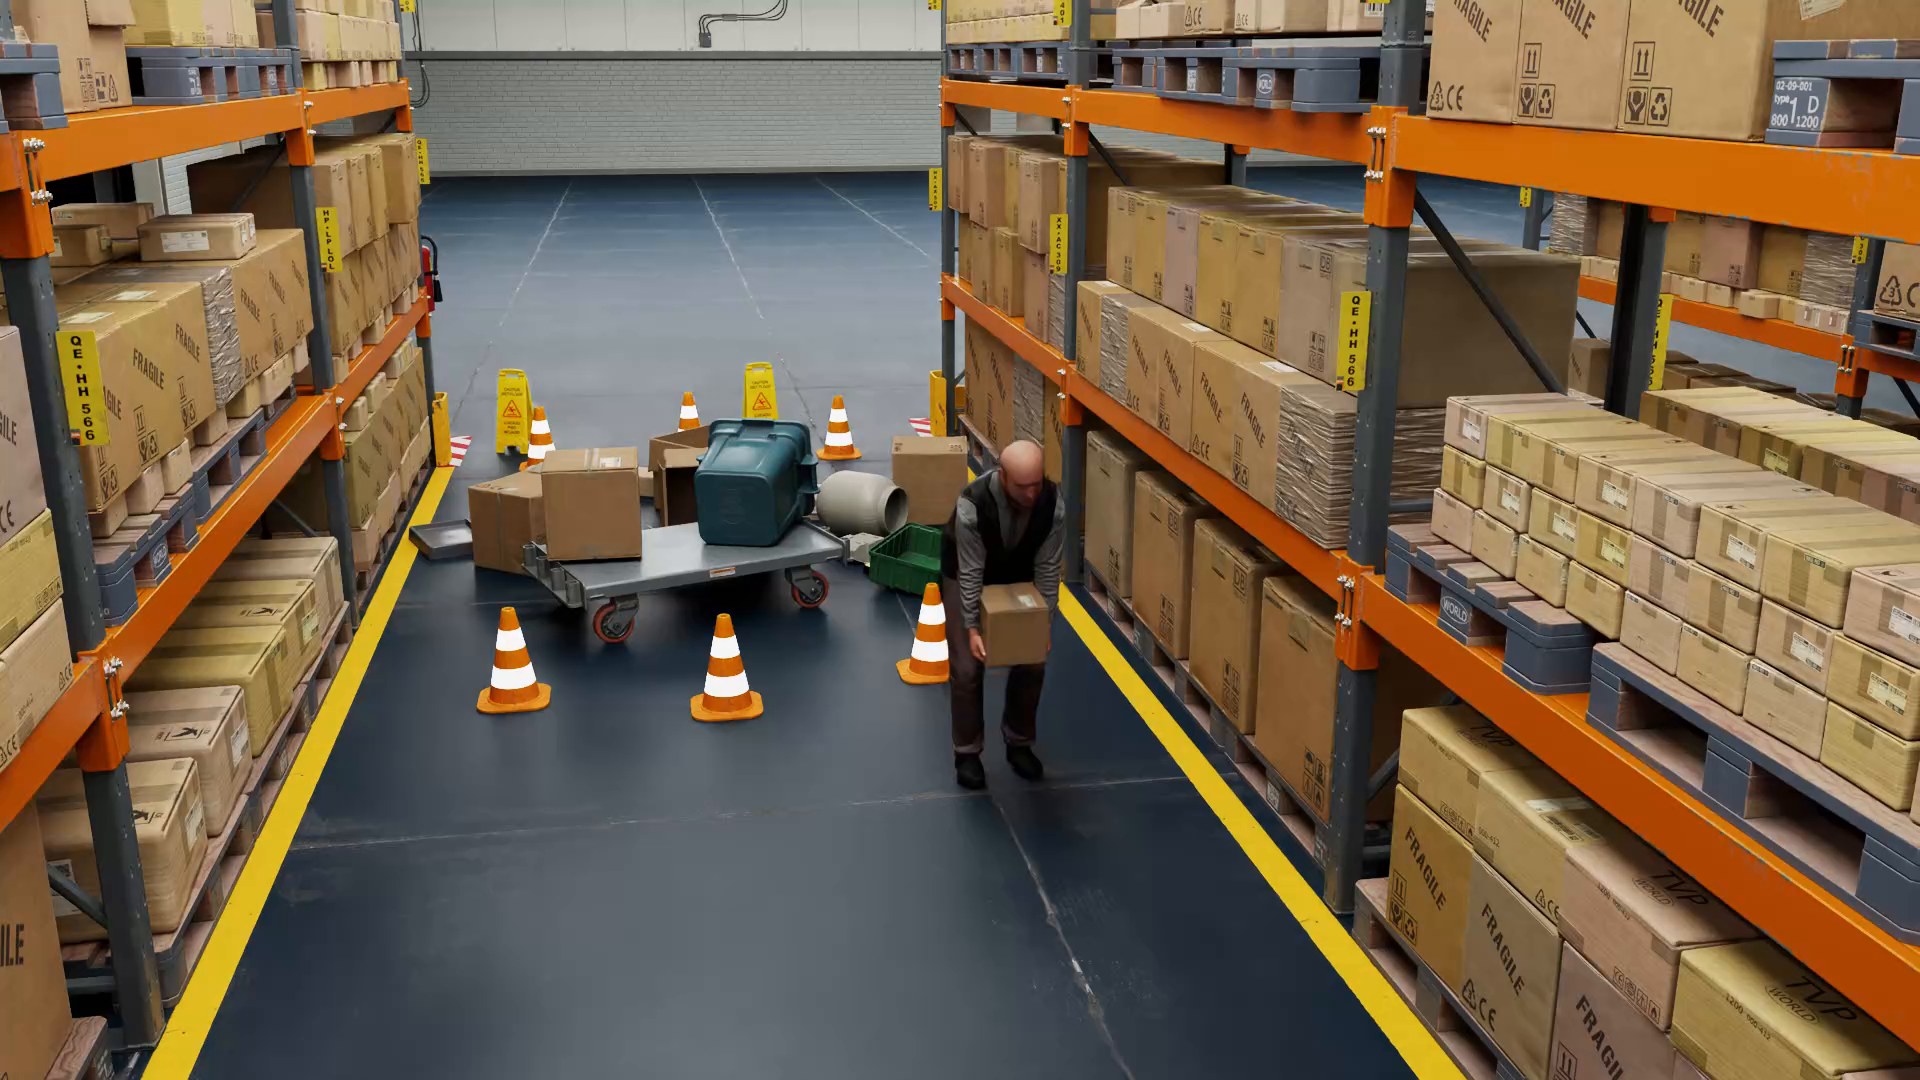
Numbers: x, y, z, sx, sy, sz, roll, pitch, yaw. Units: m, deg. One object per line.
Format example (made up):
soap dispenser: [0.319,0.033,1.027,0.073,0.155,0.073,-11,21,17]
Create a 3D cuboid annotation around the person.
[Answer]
person: [0.184,0.321,6.913,0.467,1.361,0.741,-3,17,-12]
